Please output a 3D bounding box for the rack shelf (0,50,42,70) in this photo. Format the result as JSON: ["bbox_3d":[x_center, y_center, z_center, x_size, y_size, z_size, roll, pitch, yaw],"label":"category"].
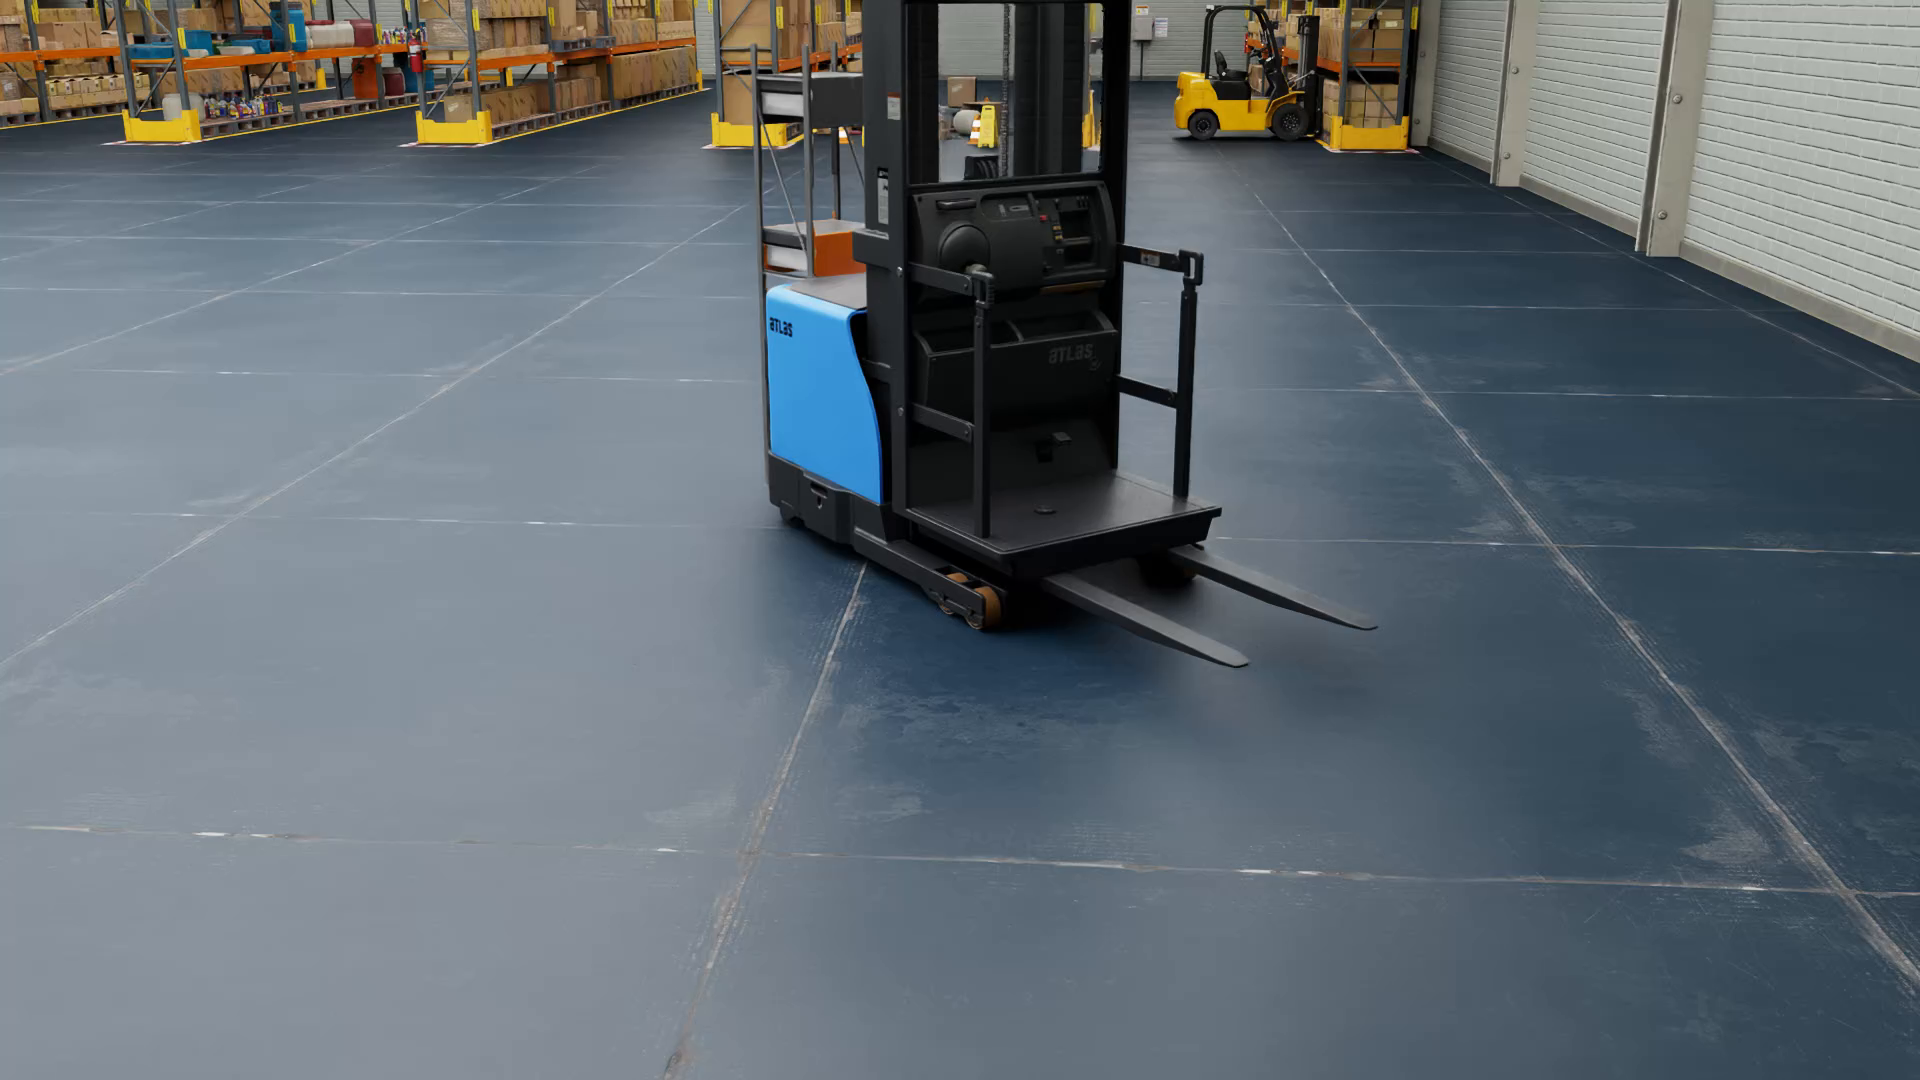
[{"bbox_3d":[-18.088,-8.487,29.663,1.077,0.370,4.000,1,18,4],"label":"rack shelf"}]

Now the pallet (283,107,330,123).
[{"bbox_3d":[-12.986,-8.258,32.286,1.003,0.211,1.213,1,18,4],"label":"pallet"}]

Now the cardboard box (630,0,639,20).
[{"bbox_3d":[-7.588,-11.825,36.923,0.797,0.503,0.637,1,18,5],"label":"cardboard box"}]

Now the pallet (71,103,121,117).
[{"bbox_3d":[-17.845,-8.735,33.741,1.003,0.211,1.213,1,18,4],"label":"pallet"}]

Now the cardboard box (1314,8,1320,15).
[{"bbox_3d":[6.453,-9.302,29.313,0.380,0.149,0.250,2,18,5],"label":"cardboard box"}]

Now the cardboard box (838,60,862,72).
[{"bbox_3d":[-2.425,-10.378,36.413,0.500,0.250,0.500,0,18,1],"label":"cardboard box"}]

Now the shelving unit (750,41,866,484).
[{"bbox_3d":[-0.648,-1.292,7.990,0.431,2.100,0.503,17,25,42],"label":"shelving unit"}]

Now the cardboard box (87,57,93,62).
[{"bbox_3d":[-22.220,-12.195,42.122,0.380,0.149,0.250,1,18,4],"label":"cardboard box"}]

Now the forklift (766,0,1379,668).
[{"bbox_3d":[0.346,-1.216,6.427,1.130,2.935,3.031,-12,21,-32],"label":"forklift"}]

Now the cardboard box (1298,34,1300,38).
[{"bbox_3d":[6.624,-9.540,31.159,0.500,0.250,0.500,2,18,5],"label":"cardboard box"}]

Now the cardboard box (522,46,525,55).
[{"bbox_3d":[-7.925,-8.648,29.402,0.380,0.149,0.250,1,18,4],"label":"cardboard box"}]

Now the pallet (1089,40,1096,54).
[{"bbox_3d":[2.021,-9.150,30.837,1.003,0.211,1.213,1,18,4],"label":"pallet"}]

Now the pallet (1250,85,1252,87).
[{"bbox_3d":[7.571,-11.027,40.739,1.003,0.211,1.213,1,18,4],"label":"pallet"}]

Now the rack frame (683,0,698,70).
[{"bbox_3d":[-7.203,-12.955,42.142,1.000,3.000,0.127,1,18,4],"label":"rack frame"}]

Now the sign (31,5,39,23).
[{"bbox_3d":[-17.390,-9.887,31.263,0.100,0.325,0.005,1,18,4],"label":"sign"}]

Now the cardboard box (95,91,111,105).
[{"bbox_3d":[-17.558,-8.940,33.632,0.500,0.250,0.500,2,18,5],"label":"cardboard box"}]

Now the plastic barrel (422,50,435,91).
[{"bbox_3d":[-12.486,-10.857,38.435,0.600,0.901,0.708,1,18,4],"label":"plastic barrel"}]

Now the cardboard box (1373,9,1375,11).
[{"bbox_3d":[6.780,-8.414,26.605,0.380,0.149,0.250,2,18,5],"label":"cardboard box"}]

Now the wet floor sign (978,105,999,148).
[{"bbox_3d":[0.453,-6.610,26.561,0.267,0.644,0.232,8,20,23],"label":"wet floor sign"}]

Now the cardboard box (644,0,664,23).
[{"bbox_3d":[-7.201,-12.282,38.647,0.500,0.500,0.500,1,18,4],"label":"cardboard box"}]

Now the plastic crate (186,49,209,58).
[{"bbox_3d":[-12.905,-8.242,28.181,0.298,0.136,0.250,1,18,4],"label":"plastic crate"}]

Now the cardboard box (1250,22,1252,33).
[{"bbox_3d":[7.295,-12.403,40.220,0.500,0.250,0.500,1,18,5],"label":"cardboard box"}]

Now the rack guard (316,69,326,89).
[{"bbox_3d":[-17.089,-11.966,43.138,1.175,0.500,0.348,1,18,4],"label":"rack guard"}]

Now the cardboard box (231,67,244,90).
[{"bbox_3d":[-17.120,-10.796,38.862,0.500,0.500,0.500,1,18,4],"label":"cardboard box"}]

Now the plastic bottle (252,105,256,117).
[{"bbox_3d":[-12.796,-7.764,30.087,0.097,0.201,0.097,0,18,0],"label":"plastic bottle"}]

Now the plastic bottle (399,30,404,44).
[{"bbox_3d":[-12.235,-11.010,36.395,0.061,0.283,0.133,1,18,4],"label":"plastic bottle"}]

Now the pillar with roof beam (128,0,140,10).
[{"bbox_3d":[-18.400,-16.899,44.545,9.100,9.000,0.400,1,18,4],"label":"pillar with roof beam"}]

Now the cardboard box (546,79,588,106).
[{"bbox_3d":[-7.866,-8.934,33.179,0.700,0.500,0.500,3,18,9],"label":"cardboard box"}]

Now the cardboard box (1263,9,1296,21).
[{"bbox_3d":[7.088,-11.483,36.817,0.700,0.500,0.500,2,18,5],"label":"cardboard box"}]

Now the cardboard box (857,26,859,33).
[{"bbox_3d":[-2.437,-11.287,36.781,0.380,0.149,0.250,0,18,1],"label":"cardboard box"}]

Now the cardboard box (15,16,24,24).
[{"bbox_3d":[-17.750,-9.717,31.057,0.380,0.149,0.250,1,18,4],"label":"cardboard box"}]

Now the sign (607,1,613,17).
[{"bbox_3d":[-7.235,-10.974,34.363,0.100,0.325,0.005,1,18,4],"label":"sign"}]

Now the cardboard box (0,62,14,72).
[{"bbox_3d":[-22.290,-10.741,38.165,0.750,0.750,0.750,2,18,6],"label":"cardboard box"}]

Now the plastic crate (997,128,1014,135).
[{"bbox_3d":[0.890,-7.150,29.115,0.402,0.080,0.583,-5,19,-15],"label":"plastic crate"}]

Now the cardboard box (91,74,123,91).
[{"bbox_3d":[-17.519,-9.365,34.029,0.500,0.311,0.500,1,18,4],"label":"cardboard box"}]

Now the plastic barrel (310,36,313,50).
[{"bbox_3d":[-12.756,-9.680,32.371,0.301,0.262,0.301,0,18,0],"label":"plastic barrel"}]

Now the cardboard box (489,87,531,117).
[{"bbox_3d":[-8.166,-7.938,30.172,0.500,0.500,0.500,7,20,21],"label":"cardboard box"}]

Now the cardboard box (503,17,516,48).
[{"bbox_3d":[-8.241,-8.812,28.860,0.875,0.500,0.500,1,18,4],"label":"cardboard box"}]

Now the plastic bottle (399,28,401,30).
[{"bbox_3d":[-12.892,-11.622,38.261,0.061,0.283,0.133,1,18,4],"label":"plastic bottle"}]

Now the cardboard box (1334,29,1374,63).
[{"bbox_3d":[6.259,-7.861,26.436,0.500,0.500,0.500,1,18,3],"label":"cardboard box"}]

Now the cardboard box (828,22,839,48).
[{"bbox_3d":[-2.674,-9.920,32.718,0.500,0.500,0.500,1,18,3],"label":"cardboard box"}]

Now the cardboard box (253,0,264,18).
[{"bbox_3d":[-17.020,-12.758,39.774,0.500,0.500,0.500,1,18,2],"label":"cardboard box"}]

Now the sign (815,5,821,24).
[{"bbox_3d":[-2.570,-9.523,30.151,0.100,0.325,0.005,1,18,4],"label":"sign"}]

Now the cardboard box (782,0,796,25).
[{"bbox_3d":[-3.222,-8.886,27.750,0.875,0.550,0.550,1,18,4],"label":"cardboard box"}]

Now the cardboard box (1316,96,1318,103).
[{"bbox_3d":[6.311,-7.415,28.174,0.500,0.250,0.500,1,18,4],"label":"cardboard box"}]

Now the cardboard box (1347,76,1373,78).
[{"bbox_3d":[6.908,-7.950,29.004,0.500,0.250,0.500,1,18,3],"label":"cardboard box"}]

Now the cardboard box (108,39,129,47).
[{"bbox_3d":[-17.446,-10.288,34.405,0.380,0.149,0.250,1,18,4],"label":"cardboard box"}]

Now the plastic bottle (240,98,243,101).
[{"bbox_3d":[-13.354,-8.064,30.873,0.061,0.283,0.133,1,18,4],"label":"plastic bottle"}]

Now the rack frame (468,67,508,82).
[{"bbox_3d":[-12.144,-13.065,42.479,1.000,3.000,0.127,1,18,4],"label":"rack frame"}]

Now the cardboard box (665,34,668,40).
[{"bbox_3d":[-7.100,-11.841,39.146,0.380,0.149,0.250,2,18,6],"label":"cardboard box"}]
